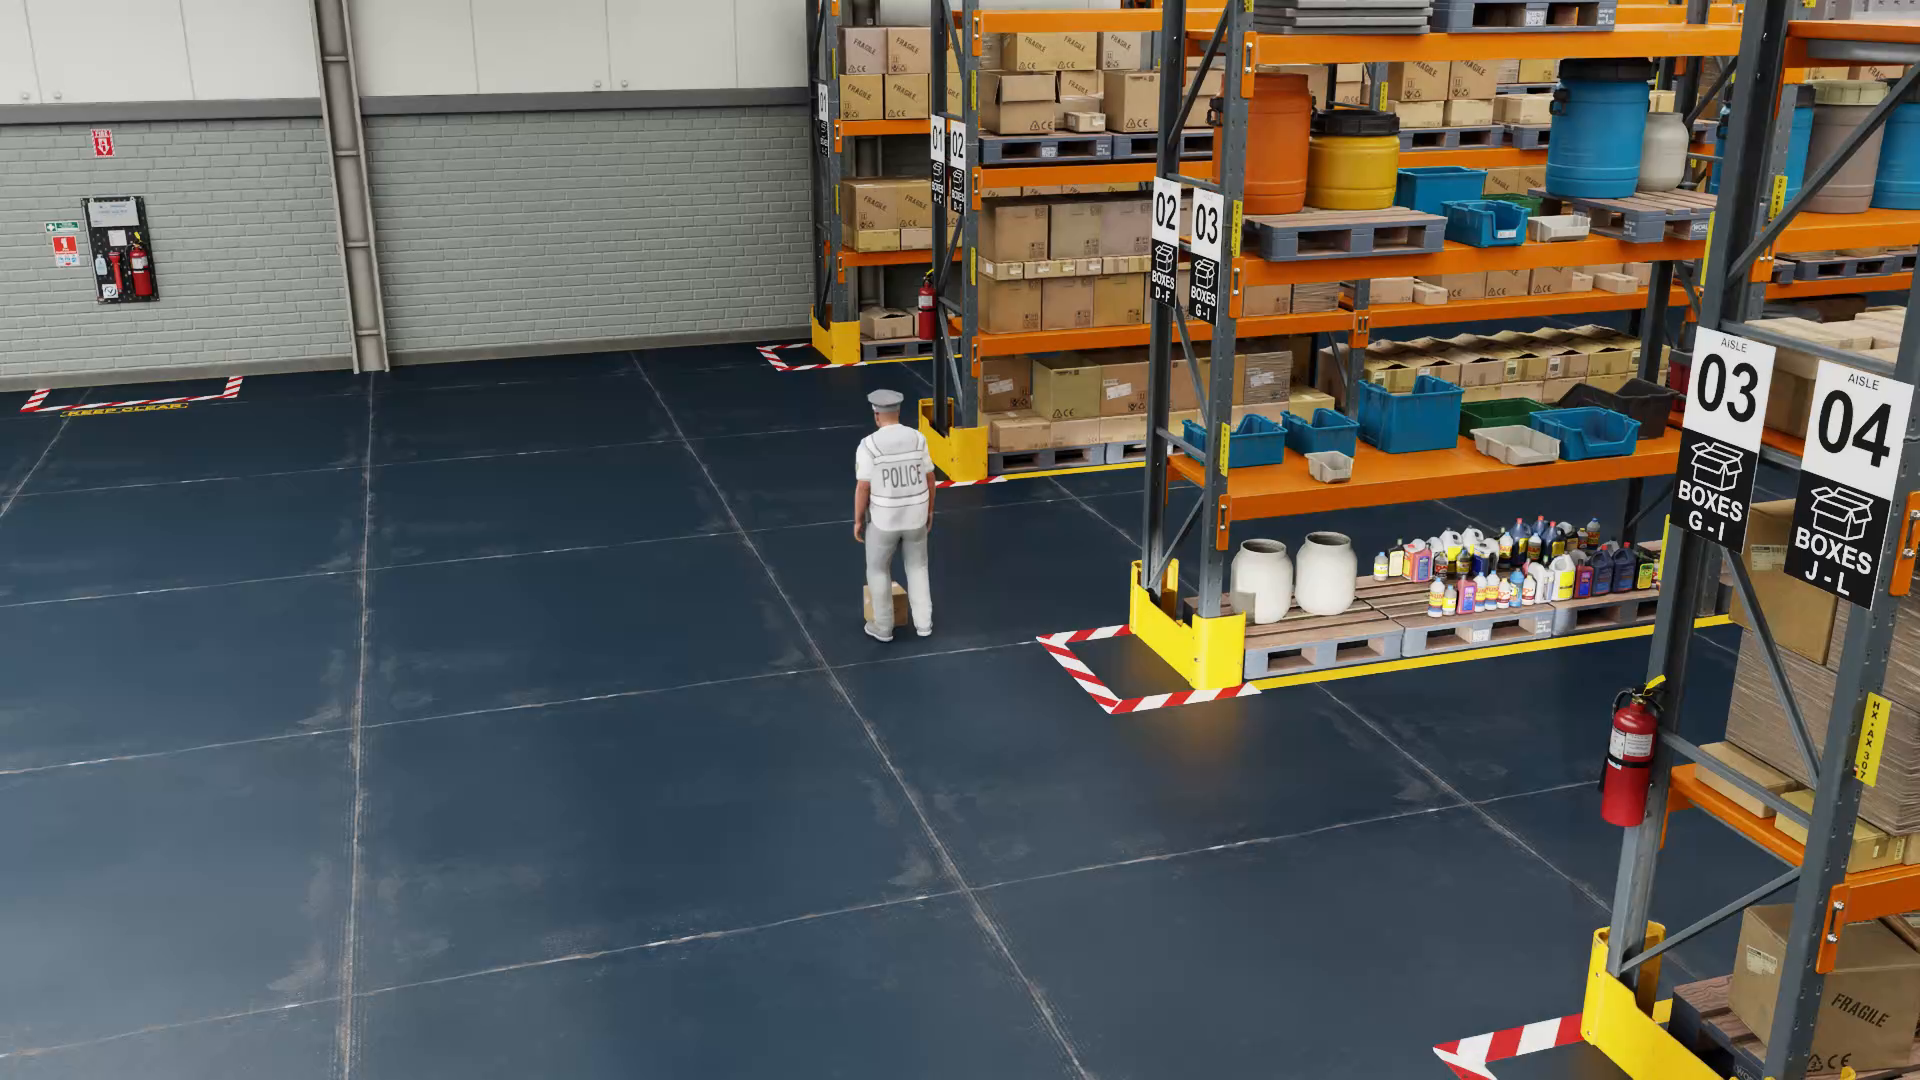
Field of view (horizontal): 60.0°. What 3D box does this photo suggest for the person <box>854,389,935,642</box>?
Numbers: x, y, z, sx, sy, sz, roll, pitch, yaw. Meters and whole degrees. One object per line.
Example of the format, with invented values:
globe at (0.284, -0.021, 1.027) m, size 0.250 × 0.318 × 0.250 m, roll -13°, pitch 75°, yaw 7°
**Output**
person at (-0.442, -0.151, 11.491) m, size 0.604 × 1.747 × 0.437 m, roll -7°, pitch 20°, yaw -21°
